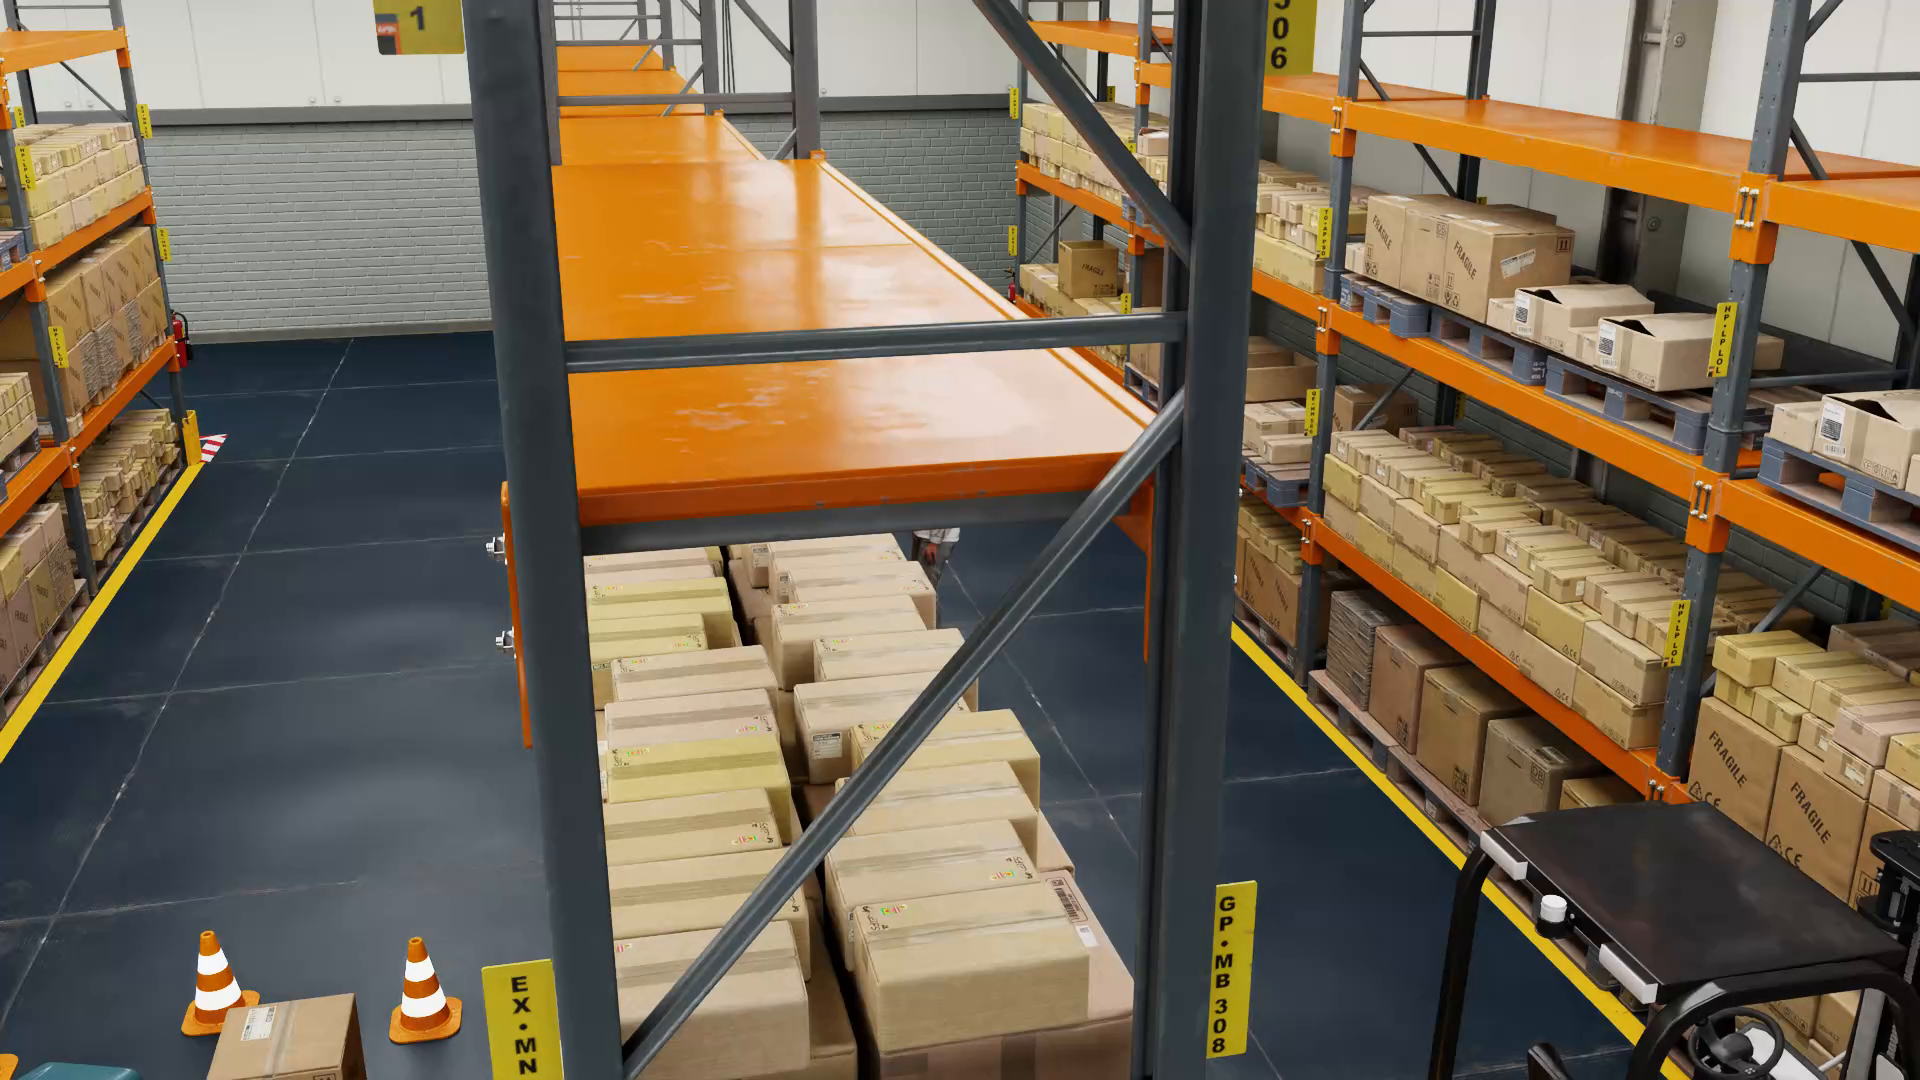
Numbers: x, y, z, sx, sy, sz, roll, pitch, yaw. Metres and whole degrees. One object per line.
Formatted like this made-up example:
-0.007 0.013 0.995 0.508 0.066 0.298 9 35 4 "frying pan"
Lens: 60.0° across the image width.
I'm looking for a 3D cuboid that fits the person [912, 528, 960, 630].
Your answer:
-0.235 -0.042 12.464 0.467 1.770 0.579 -5 20 -13 "person"
